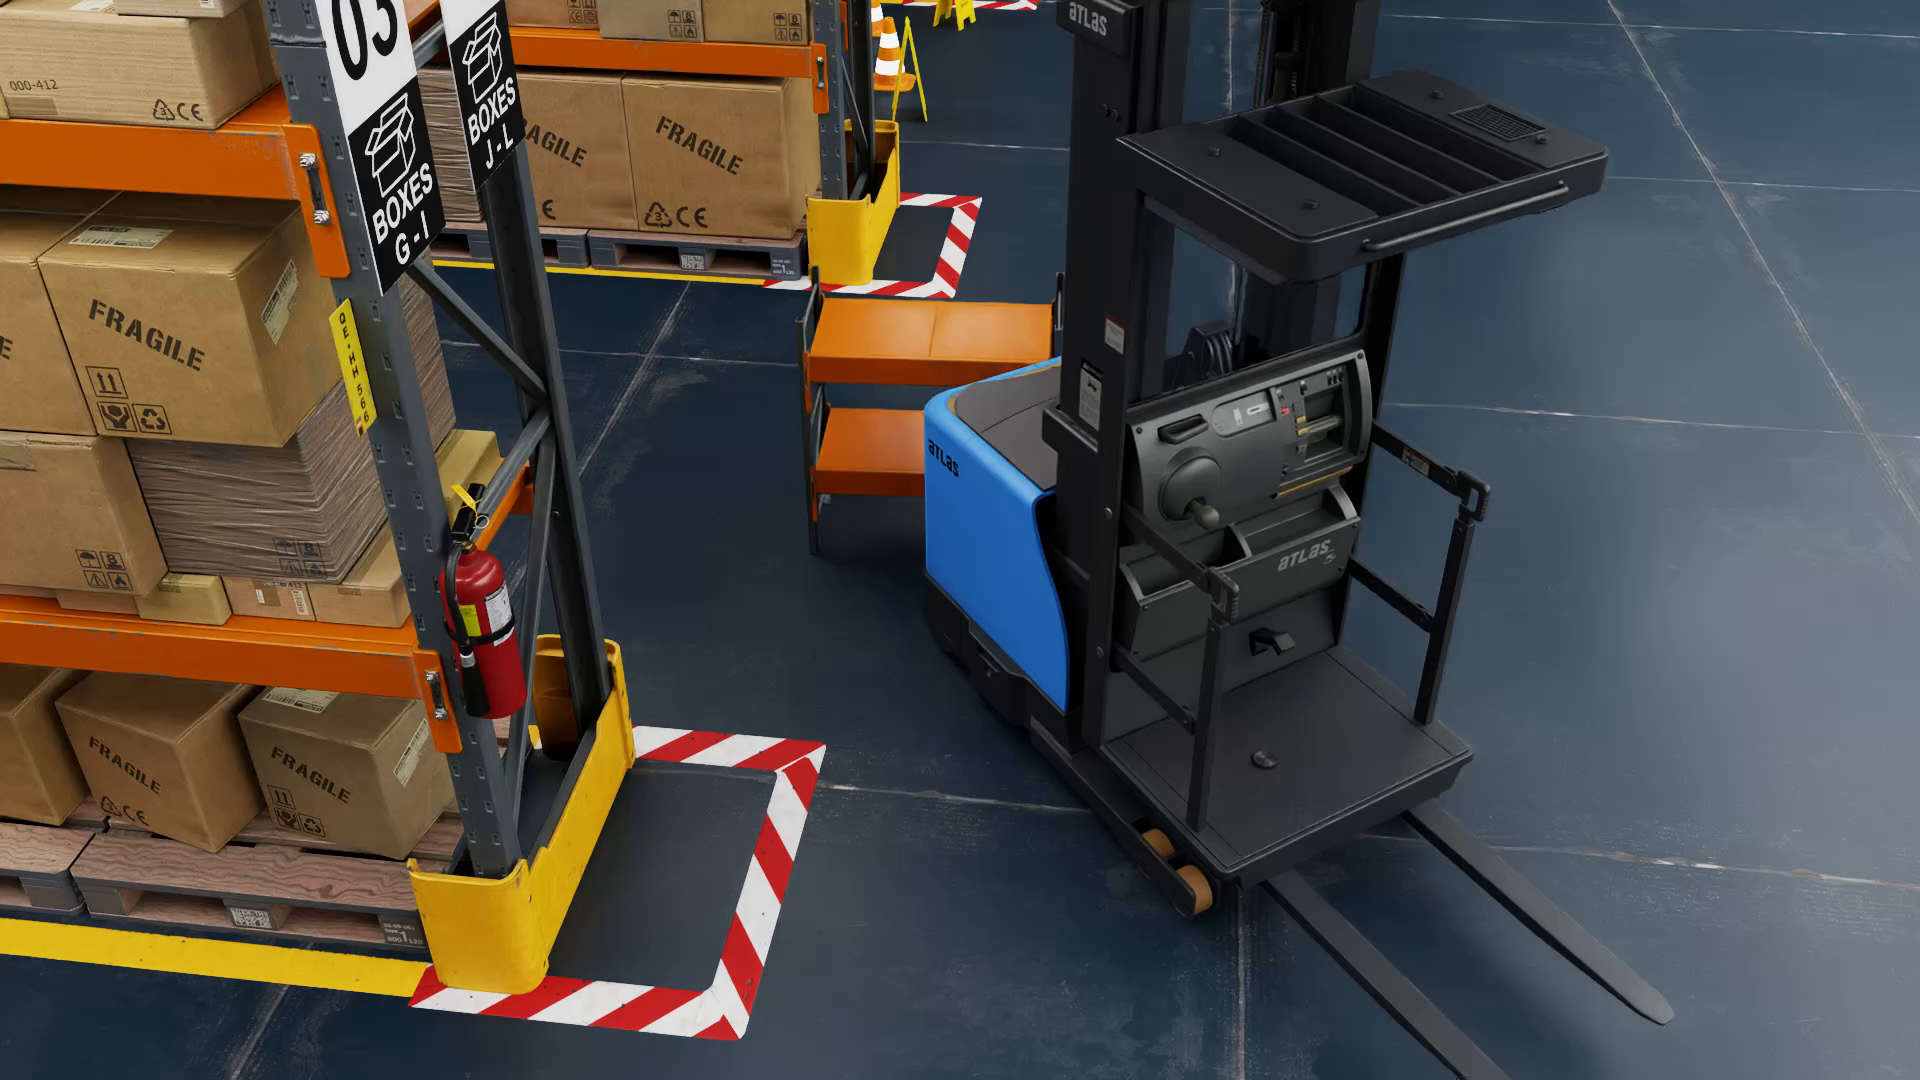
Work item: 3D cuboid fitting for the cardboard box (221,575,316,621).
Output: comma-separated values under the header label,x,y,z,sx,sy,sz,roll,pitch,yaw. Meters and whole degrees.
label,x,y,z,sx,sy,sz,roll,pitch,yaw
cardboard box,-1.914,0.054,4.808,0.250,0.149,0.380,4,36,6

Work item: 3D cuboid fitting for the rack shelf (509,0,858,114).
label,x,y,z,sx,sy,sz,roll,pitch,yaw
rack shelf,-2.609,-2.832,9.256,4.000,0.370,1.077,4,36,6

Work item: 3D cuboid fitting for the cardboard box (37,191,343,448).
label,x,y,z,sx,sy,sz,roll,pitch,yaw
cardboard box,-1.934,-0.594,4.297,0.500,0.500,0.500,4,36,6

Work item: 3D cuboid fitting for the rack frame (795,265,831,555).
label,x,y,z,sx,sy,sz,roll,pitch,yaw
rack frame,-0.616,-0.540,7.038,0.032,1.125,0.500,2,36,3

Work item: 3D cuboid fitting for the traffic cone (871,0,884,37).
label,x,y,z,sx,sy,sz,roll,pitch,yaw
traffic cone,-0.686,-4.093,12.586,0.334,0.463,0.336,4,36,6

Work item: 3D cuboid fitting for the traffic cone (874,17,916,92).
label,x,y,z,sx,sy,sz,roll,pitch,yaw
traffic cone,-0.490,-3.428,11.655,0.334,0.463,0.336,4,36,6

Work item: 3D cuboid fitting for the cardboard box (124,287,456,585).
label,x,y,z,sx,sy,sz,roll,pitch,yaw
cardboard box,-1.899,-0.345,4.809,0.500,0.500,0.875,4,36,6

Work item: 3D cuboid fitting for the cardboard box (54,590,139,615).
label,x,y,z,sx,sy,sz,roll,pitch,yaw
cardboard box,-2.415,0.038,4.831,0.250,0.149,0.380,4,36,6

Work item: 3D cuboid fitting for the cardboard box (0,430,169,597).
label,x,y,z,sx,sy,sz,roll,pitch,yaw
cardboard box,-2.410,-0.313,4.764,0.500,0.500,0.875,4,36,6

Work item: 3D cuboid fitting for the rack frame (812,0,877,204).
label,x,y,z,sx,sy,sz,roll,pitch,yaw
rack frame,-0.625,-2.977,8.840,0.127,3.000,1.000,4,36,6

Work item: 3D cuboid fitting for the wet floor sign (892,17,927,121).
label,x,y,z,sx,sy,sz,roll,pitch,yaw
wet floor sign,-0.344,-3.158,11.119,0.232,0.644,0.267,-2,36,-2

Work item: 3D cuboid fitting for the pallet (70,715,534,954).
label,x,y,z,sx,sy,sz,roll,pitch,yaw
pallet,-2.234,0.922,5.776,1.213,0.211,1.003,4,36,6

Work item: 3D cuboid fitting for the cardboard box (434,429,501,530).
label,x,y,z,sx,sy,sz,roll,pitch,yaw
cardboard box,-1.609,-0.183,5.141,0.250,0.149,0.380,4,36,6

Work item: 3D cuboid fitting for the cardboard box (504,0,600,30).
label,x,y,z,sx,sy,sz,roll,pitch,yaw
cardboard box,-2.087,-3.182,8.997,0.550,0.550,0.875,4,36,6

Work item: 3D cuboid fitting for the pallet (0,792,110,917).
label,x,y,z,sx,sy,sz,roll,pitch,yaw
pallet,-3.440,0.830,5.905,1.213,0.211,1.003,4,36,6

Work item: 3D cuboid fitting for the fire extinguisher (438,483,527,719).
label,x,y,z,sx,sy,sz,roll,pitch,yaw
fire extinguisher,-1.302,0.179,4.484,0.183,0.674,0.296,4,36,6

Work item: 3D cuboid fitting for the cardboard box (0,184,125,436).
label,x,y,z,sx,sy,sz,roll,pitch,yaw
cardboard box,-2.431,-0.628,4.345,0.500,0.500,0.500,4,36,6

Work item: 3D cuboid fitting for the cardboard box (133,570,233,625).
label,x,y,z,sx,sy,sz,roll,pitch,yaw
cardboard box,-2.169,0.066,4.792,0.250,0.149,0.380,4,36,6

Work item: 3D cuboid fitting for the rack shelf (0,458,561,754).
label,x,y,z,sx,sy,sz,roll,pitch,yaw
rack shelf,-3.341,0.018,5.262,4.000,0.370,1.077,4,36,6

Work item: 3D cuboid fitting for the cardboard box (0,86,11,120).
label,x,y,z,sx,sy,sz,roll,pitch,yaw
cardboard box,-2.363,-1.211,3.912,0.500,0.250,0.500,4,36,6

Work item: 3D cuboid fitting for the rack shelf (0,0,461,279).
label,x,y,z,sx,sy,sz,roll,pitch,yaw
rack shelf,-3.341,-1.203,4.391,4.000,0.370,1.077,4,36,6

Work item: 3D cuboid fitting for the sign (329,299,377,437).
label,x,y,z,sx,sy,sz,roll,pitch,yaw
sign,-1.448,-0.409,3.972,0.005,0.325,0.100,4,36,6

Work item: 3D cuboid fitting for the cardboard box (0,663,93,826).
label,x,y,z,sx,sy,sz,roll,pitch,yaw
cardboard box,-3.190,0.582,5.643,0.500,0.500,0.500,7,36,10

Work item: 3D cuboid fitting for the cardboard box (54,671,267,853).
label,x,y,z,sx,sy,sz,roll,pitch,yaw
cardboard box,-2.572,0.639,5.562,0.500,0.500,0.500,14,38,18

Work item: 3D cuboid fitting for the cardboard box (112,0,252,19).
label,x,y,z,sx,sy,sz,roll,pitch,yaw
cardboard box,-1.672,-1.290,3.679,0.250,0.149,0.380,4,36,6

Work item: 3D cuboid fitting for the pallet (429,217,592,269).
label,x,y,z,sx,sy,sz,roll,pitch,yaw
pallet,-2.635,-1.948,9.798,1.213,0.211,1.003,4,36,6

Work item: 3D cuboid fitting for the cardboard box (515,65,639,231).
label,x,y,z,sx,sy,sz,roll,pitch,yaw
cardboard box,-2.179,-2.359,9.441,0.875,0.875,0.875,4,36,5

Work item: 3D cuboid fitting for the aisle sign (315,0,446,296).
label,x,y,z,sx,sy,sz,roll,pitch,yaw
aisle sign,-1.334,-1.008,3.842,0.004,0.787,0.394,4,36,6

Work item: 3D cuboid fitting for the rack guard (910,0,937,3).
label,x,y,z,sx,sy,sz,roll,pitch,yaw
rack guard,-0.170,-4.825,13.580,0.348,0.500,1.175,4,36,6

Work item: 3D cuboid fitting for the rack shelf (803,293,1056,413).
label,x,y,z,sx,sy,sz,roll,pitch,yaw
rack shelf,-0.108,-0.759,6.842,1.000,0.278,0.538,2,36,3

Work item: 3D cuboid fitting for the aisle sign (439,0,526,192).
label,x,y,z,sx,sy,sz,roll,pitch,yaw
aisle sign,-1.258,-1.353,4.326,0.004,0.787,0.394,4,36,6

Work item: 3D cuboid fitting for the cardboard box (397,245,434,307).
label,x,y,z,sx,sy,sz,roll,pitch,yaw
cardboard box,-1.868,-0.893,4.717,0.500,0.500,0.500,4,36,6

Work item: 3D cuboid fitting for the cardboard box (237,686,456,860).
label,x,y,z,sx,sy,sz,roll,pitch,yaw
cardboard box,-1.974,0.664,5.528,0.500,0.500,0.500,11,37,15

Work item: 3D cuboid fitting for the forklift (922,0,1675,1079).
label,x,y,z,sx,sy,sz,roll,pitch,yaw
forklift,1.041,-0.260,5.091,1.130,2.935,3.031,-19,40,-25

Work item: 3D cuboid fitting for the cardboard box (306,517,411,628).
label,x,y,z,sx,sy,sz,roll,pitch,yaw
cardboard box,-1.666,0.073,4.782,0.250,0.149,0.380,4,36,6

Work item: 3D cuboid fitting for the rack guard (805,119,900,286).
label,x,y,z,sx,sy,sz,roll,pitch,yaw
rack guard,-0.601,-1.958,9.563,0.348,0.500,1.175,4,36,6

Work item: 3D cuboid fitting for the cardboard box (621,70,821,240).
label,x,y,z,sx,sy,sz,roll,pitch,yaw
cardboard box,-1.306,-2.296,9.352,0.875,0.875,0.875,4,36,6

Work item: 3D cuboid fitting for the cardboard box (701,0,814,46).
label,x,y,z,sx,sy,sz,roll,pitch,yaw
cardboard box,-0.999,-3.040,8.798,0.550,0.550,0.875,4,36,6

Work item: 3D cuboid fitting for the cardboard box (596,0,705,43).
label,x,y,z,sx,sy,sz,roll,pitch,yaw
cardboard box,-1.547,-3.068,8.837,0.550,0.550,0.875,4,36,6

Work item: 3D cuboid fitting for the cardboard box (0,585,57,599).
label,x,y,z,sx,sy,sz,roll,pitch,yaw
cardboard box,-2.657,-0.004,4.890,0.250,0.149,0.380,4,36,6

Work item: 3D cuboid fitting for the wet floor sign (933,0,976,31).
label,x,y,z,sx,sy,sz,roll,pitch,yaw
wet floor sign,-0.043,-4.248,12.647,0.232,0.644,0.267,17,39,22

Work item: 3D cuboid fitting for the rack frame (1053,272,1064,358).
label,x,y,z,sx,sy,sz,roll,pitch,yaw
rack frame,0.399,-0.503,6.986,0.032,1.125,0.500,2,36,3

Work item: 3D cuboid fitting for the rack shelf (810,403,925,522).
label,x,y,z,sx,sy,sz,roll,pitch,yaw
rack shelf,-0.108,-0.322,7.154,1.000,0.278,0.538,2,36,3

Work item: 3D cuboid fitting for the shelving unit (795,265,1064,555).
label,x,y,z,sx,sy,sz,roll,pitch,yaw
shelving unit,-0.108,-0.521,7.012,1.048,1.125,0.538,2,36,3

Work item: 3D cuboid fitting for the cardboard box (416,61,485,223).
label,x,y,z,sx,sy,sz,roll,pitch,yaw
cardboard box,-3.083,-2.428,9.537,0.875,0.875,0.875,5,36,6

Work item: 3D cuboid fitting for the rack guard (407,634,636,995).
label,x,y,z,sx,sy,sz,roll,pitch,yaw
rack guard,-1.433,0.885,5.580,0.348,0.500,1.175,4,36,6

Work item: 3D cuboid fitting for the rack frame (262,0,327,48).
label,x,y,z,sx,sy,sz,roll,pitch,yaw
rack frame,-1.357,-2.569,3.103,0.127,3.000,1.000,4,36,6

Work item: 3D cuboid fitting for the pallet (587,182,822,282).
label,x,y,z,sx,sy,sz,roll,pitch,yaw
pallet,-1.428,-1.856,9.669,1.213,0.211,1.003,4,36,6

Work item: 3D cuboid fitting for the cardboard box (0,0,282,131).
label,x,y,z,sx,sy,sz,roll,pitch,yaw
cardboard box,-1.868,-1.176,3.863,0.500,0.250,0.500,5,36,7

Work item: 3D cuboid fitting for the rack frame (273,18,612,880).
label,x,y,z,sx,sy,sz,roll,pitch,yaw
rack frame,-1.357,-0.127,4.846,0.127,3.000,1.000,4,36,6
